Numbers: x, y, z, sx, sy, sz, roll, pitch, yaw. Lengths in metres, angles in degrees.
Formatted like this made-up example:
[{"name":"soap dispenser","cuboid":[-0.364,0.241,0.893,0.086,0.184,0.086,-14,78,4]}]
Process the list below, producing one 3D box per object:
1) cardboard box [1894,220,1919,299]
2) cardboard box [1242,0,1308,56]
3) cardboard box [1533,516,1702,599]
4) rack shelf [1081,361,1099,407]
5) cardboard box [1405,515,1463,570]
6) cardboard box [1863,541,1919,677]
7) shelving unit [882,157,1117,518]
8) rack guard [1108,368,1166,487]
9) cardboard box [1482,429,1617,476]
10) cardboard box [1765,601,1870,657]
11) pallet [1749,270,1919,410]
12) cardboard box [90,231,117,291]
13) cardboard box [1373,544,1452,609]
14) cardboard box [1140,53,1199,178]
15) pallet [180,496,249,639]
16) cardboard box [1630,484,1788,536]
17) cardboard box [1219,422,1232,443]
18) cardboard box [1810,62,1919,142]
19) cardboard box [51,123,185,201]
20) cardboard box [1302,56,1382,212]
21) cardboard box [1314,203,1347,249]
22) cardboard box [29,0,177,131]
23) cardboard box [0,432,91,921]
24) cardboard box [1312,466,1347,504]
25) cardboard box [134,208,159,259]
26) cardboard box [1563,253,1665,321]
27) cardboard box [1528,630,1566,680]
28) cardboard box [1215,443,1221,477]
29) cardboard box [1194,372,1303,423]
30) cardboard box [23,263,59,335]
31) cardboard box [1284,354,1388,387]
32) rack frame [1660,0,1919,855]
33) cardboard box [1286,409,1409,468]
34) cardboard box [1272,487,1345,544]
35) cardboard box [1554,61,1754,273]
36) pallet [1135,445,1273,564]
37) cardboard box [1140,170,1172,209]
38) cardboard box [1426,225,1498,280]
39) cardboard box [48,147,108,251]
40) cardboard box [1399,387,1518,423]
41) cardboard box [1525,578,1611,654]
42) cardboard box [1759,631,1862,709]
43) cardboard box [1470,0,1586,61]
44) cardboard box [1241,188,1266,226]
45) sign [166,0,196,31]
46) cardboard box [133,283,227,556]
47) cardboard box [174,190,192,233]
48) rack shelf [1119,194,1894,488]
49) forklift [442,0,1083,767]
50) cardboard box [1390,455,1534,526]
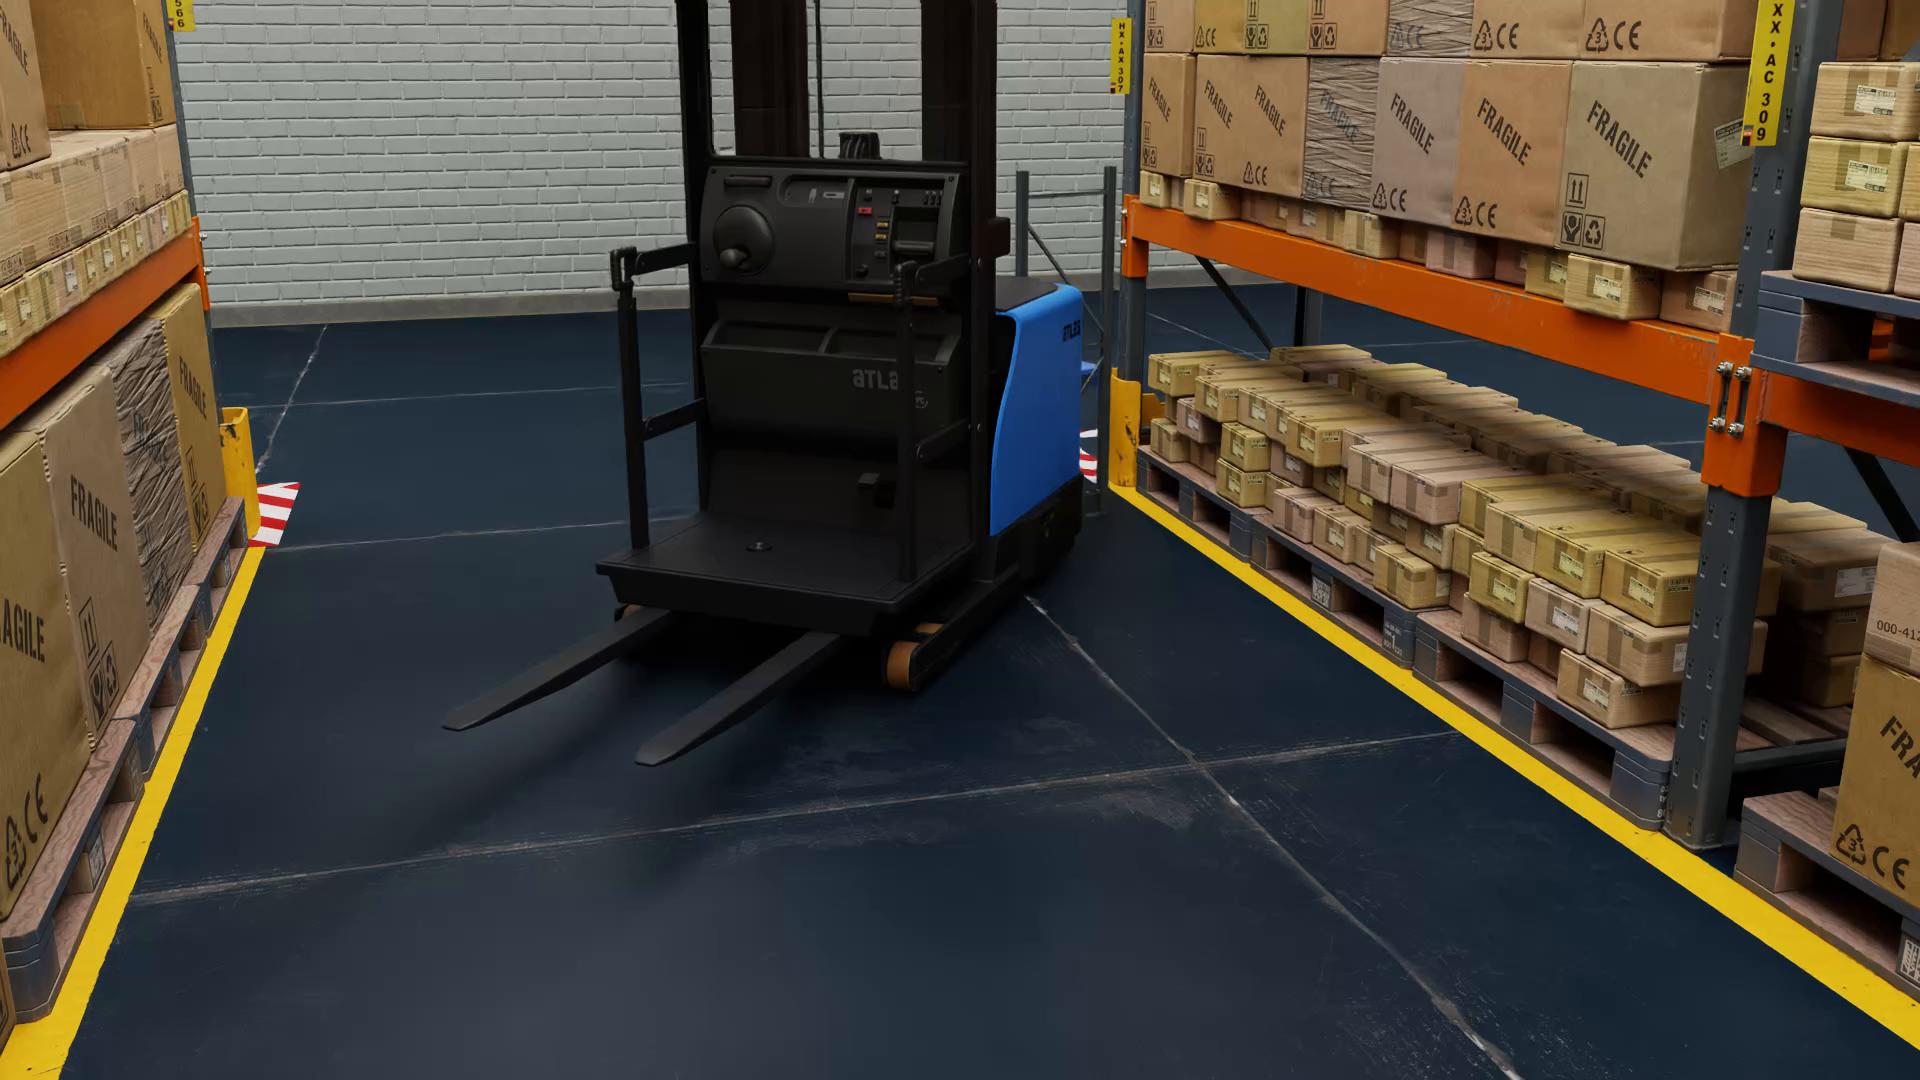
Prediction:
[{"name":"cardboard box","cuboid":[2.091,-0.546,3.262,0.380,0.149,0.250,-4,17,-14]},{"name":"cardboard box","cuboid":[1.379,-2.032,6.075,0.500,0.500,0.500,-5,17,-16]},{"name":"cardboard box","cuboid":[1.887,0.047,4.772,0.380,0.149,0.250,-4,17,-15]},{"name":"rack shelf","cuboid":[0.147,-0.745,7.450,0.538,0.185,1.000,-11,20,-33]},{"name":"cardboard box","cuboid":[1.711,-0.019,5.511,0.380,0.149,0.250,-4,17,-14]},{"name":"cardboard box","cuboid":[2.293,0.176,3.465,0.500,0.250,0.500,-5,18,-18]},{"name":"shelving unit","cuboid":[0.147,-0.917,7.398,0.538,1.500,1.048,-11,20,-33]},{"name":"rack guard","cuboid":[1.265,-0.575,7.996,1.175,0.500,0.348,-5,17,-15]},{"name":"cardboard box","cuboid":[2.073,-0.282,5.868,0.380,0.149,0.250,-5,18,-18]},{"name":"cardboard box","cuboid":[2.552,0.210,4.748,0.380,0.149,0.250,-4,17,-13]},{"name":"pallet","cuboid":[2.414,-0.372,3.309,1.003,0.211,1.213,-5,17,-15]},{"name":"cardboard box","cuboid":[-2.718,-0.813,4.882,0.380,0.149,0.250,-4,17,-14]},{"name":"cardboard box","cuboid":[1.624,0.110,5.598,0.380,0.149,0.250,-5,17,-15]},{"name":"cardboard box","cuboid":[1.102,-1.837,7.164,0.500,0.500,0.500,-4,17,-13]},{"name":"pallet","cuboid":[-3.257,0.122,6.180,1.003,0.211,1.213,-5,17,-15]},{"name":"cardboard box","cuboid":[2.313,-0.066,5.149,0.380,0.149,0.250,-5,17,-16]},{"name":"cardboard box","cuboid":[1.315,-0.465,6.995,0.380,0.149,0.250,-4,17,-15]},{"name":"cardboard box","cuboid":[2.010,-0.907,3.430,0.380,0.149,0.250,-4,17,-12]},{"name":"cardboard box","cuboid":[-3.164,-1.386,6.097,0.500,0.250,0.500,-5,17,-16]},{"name":"cardboard box","cuboid":[1.542,-1.414,5.755,0.500,0.500,0.500,-5,17,-17]},{"name":"cardboard box","cuboid":[1.496,-1.130,5.935,0.380,0.149,0.250,-4,17,-13]},{"name":"cardboard box","cuboid":[-3.166,-1.745,5.986,0.500,0.500,0.500,-4,17,-15]},{"name":"cardboard box","cuboid":[-2.558,0.305,3.685,0.875,0.875,0.875,-5,17,-15]},{"name":"cardboard box","cuboid":[1.560,-0.248,6.272,0.380,0.149,0.250,-4,17,-12]},{"name":"cardboard box","cuboid":[-2.929,-1.025,5.588,0.380,0.149,0.250,-4,17,-14]},{"name":"cardboard box","cuboid":[1.864,-0.689,4.469,0.380,0.149,0.250,-5,17,-17]},{"name":"cardboard box","cuboid":[1.917,0.318,4.906,0.380,0.149,0.250,-4,17,-14]},{"name":"cardboard box","cuboid":[1.306,-0.324,7.043,0.380,0.149,0.250,-5,17,-15]},{"name":"cardboard box","cuboid":[1.199,-0.595,6.911,0.380,0.149,0.250,-5,17,-15]},{"name":"cardboard box","cuboid":[-2.504,-0.599,4.169,0.380,0.149,0.250,-5,17,-16]},{"name":"cardboard box","cuboid":[1.647,-0.713,7.304,0.380,0.149,0.250,-4,17,-14]},{"name":"rack frame","cuboid":[2.344,-0.686,4.023,1.000,3.000,0.127,-5,17,-15]},{"name":"cardboard box","cuboid":[1.442,-0.379,6.192,0.380,0.149,0.250,-4,17,-14]},{"name":"cardboard box","cuboid":[1.417,-0.106,6.317,0.380,0.149,0.250,-6,18,-18]},{"name":"cardboard box","cuboid":[1.939,-0.988,4.337,0.500,0.500,0.500,-5,17,-15]},{"name":"pallet","cuboid":[1.454,-0.209,7.281,1.003,0.211,1.213,-5,17,-15]},{"name":"cardboard box","cuboid":[1.018,-1.557,7.358,0.380,0.149,0.250,-5,17,-16]},{"name":"cardboard box","cuboid":[1.698,-0.914,5.217,0.380,0.149,0.250,-5,18,-18]},{"name":"cardboard box","cuboid":[-2.738,-0.961,4.682,0.500,0.250,0.500,-5,17,-15]},{"name":"cardboard box","cuboid":[1.978,-0.505,6.611,0.380,0.149,0.250,-4,17,-13]},{"name":"cardboard box","cuboid":[1.865,0.199,4.783,0.380,0.149,0.250,-6,18,-18]},{"name":"cardboard box","cuboid":[2.552,0.352,4.793,0.380,0.149,0.250,-5,18,-18]},{"name":"cardboard box","cuboid":[1.807,-1.607,4.659,0.500,0.500,0.500,-5,18,-17]},{"name":"cardboard box","cuboid":[1.353,-1.350,6.670,0.380,0.149,0.250,-4,17,-13]},{"name":"sign","cuboid":[-3.027,-2.136,6.424,0.100,0.325,0.005,-5,17,-15]},{"name":"cardboard box","cuboid":[-3.300,-0.442,6.171,0.875,0.875,0.875,-5,17,-15]},{"name":"cardboard box","cuboid":[-3.138,-1.236,6.289,0.380,0.149,0.250,-4,17,-14]},{"name":"rack shelf","cuboid":[1.794,-0.895,5.969,1.077,0.370,4.000,-5,17,-15]},{"name":"forklift","cuboid":[-0.523,-1.053,5.363,1.130,2.935,3.031,7,18,21]},{"name":"cardboard box","cuboid":[1.652,-0.166,5.483,0.380,0.149,0.250,-6,18,-18]}]
